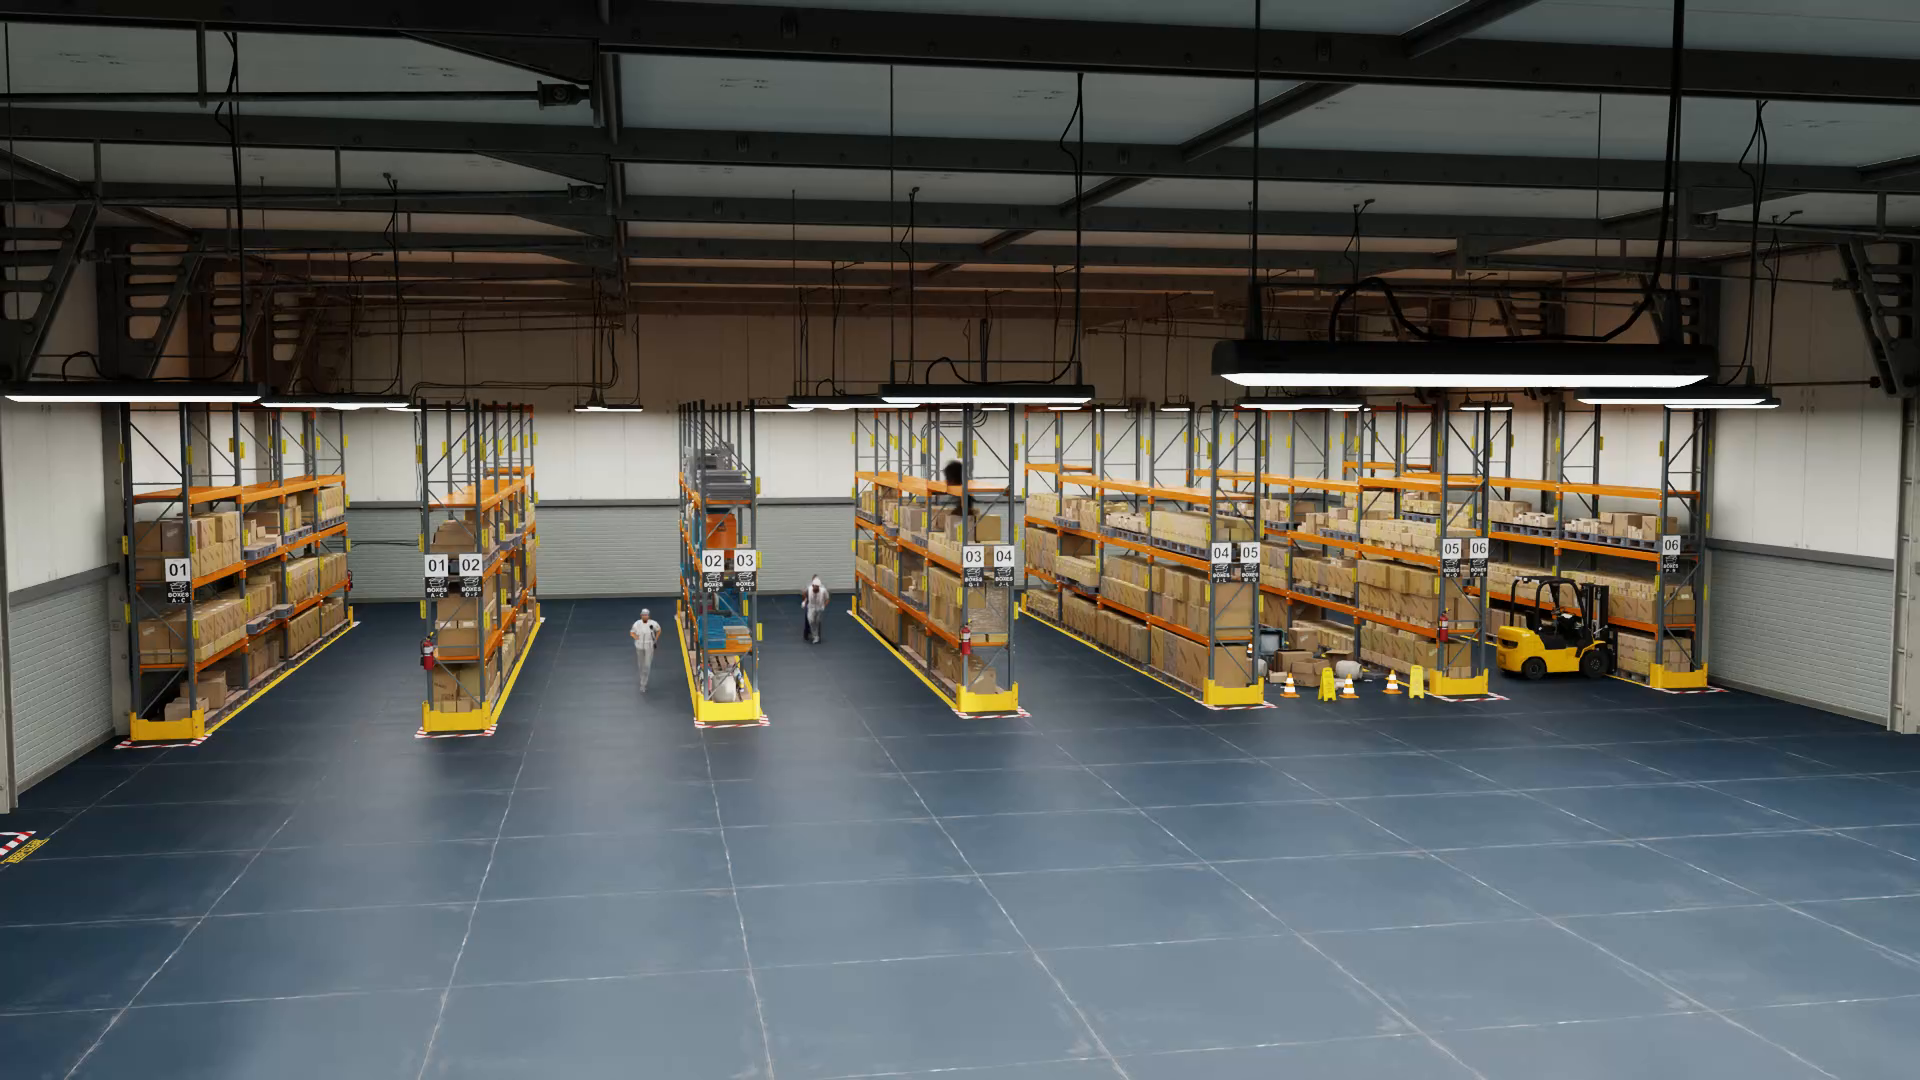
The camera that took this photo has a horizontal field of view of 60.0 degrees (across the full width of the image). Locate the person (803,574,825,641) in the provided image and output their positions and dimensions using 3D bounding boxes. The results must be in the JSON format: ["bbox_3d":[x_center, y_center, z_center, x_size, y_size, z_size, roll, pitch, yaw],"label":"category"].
[{"bbox_3d":[-3.701,1.709,42.502,0.605,1.663,0.871,0,4,-4],"label":"person"}]

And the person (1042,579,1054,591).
[{"bbox_3d":[2.758,1.012,51.031,0.558,1.683,0.940,4,6,40],"label":"person"}]

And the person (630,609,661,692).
[{"bbox_3d":[-6.557,2.277,34.713,0.603,1.701,0.834,0,4,2],"label":"person"}]

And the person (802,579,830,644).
[{"bbox_3d":[-3.625,1.745,41.828,0.712,1.621,1.087,0,4,-3],"label":"person"}]
